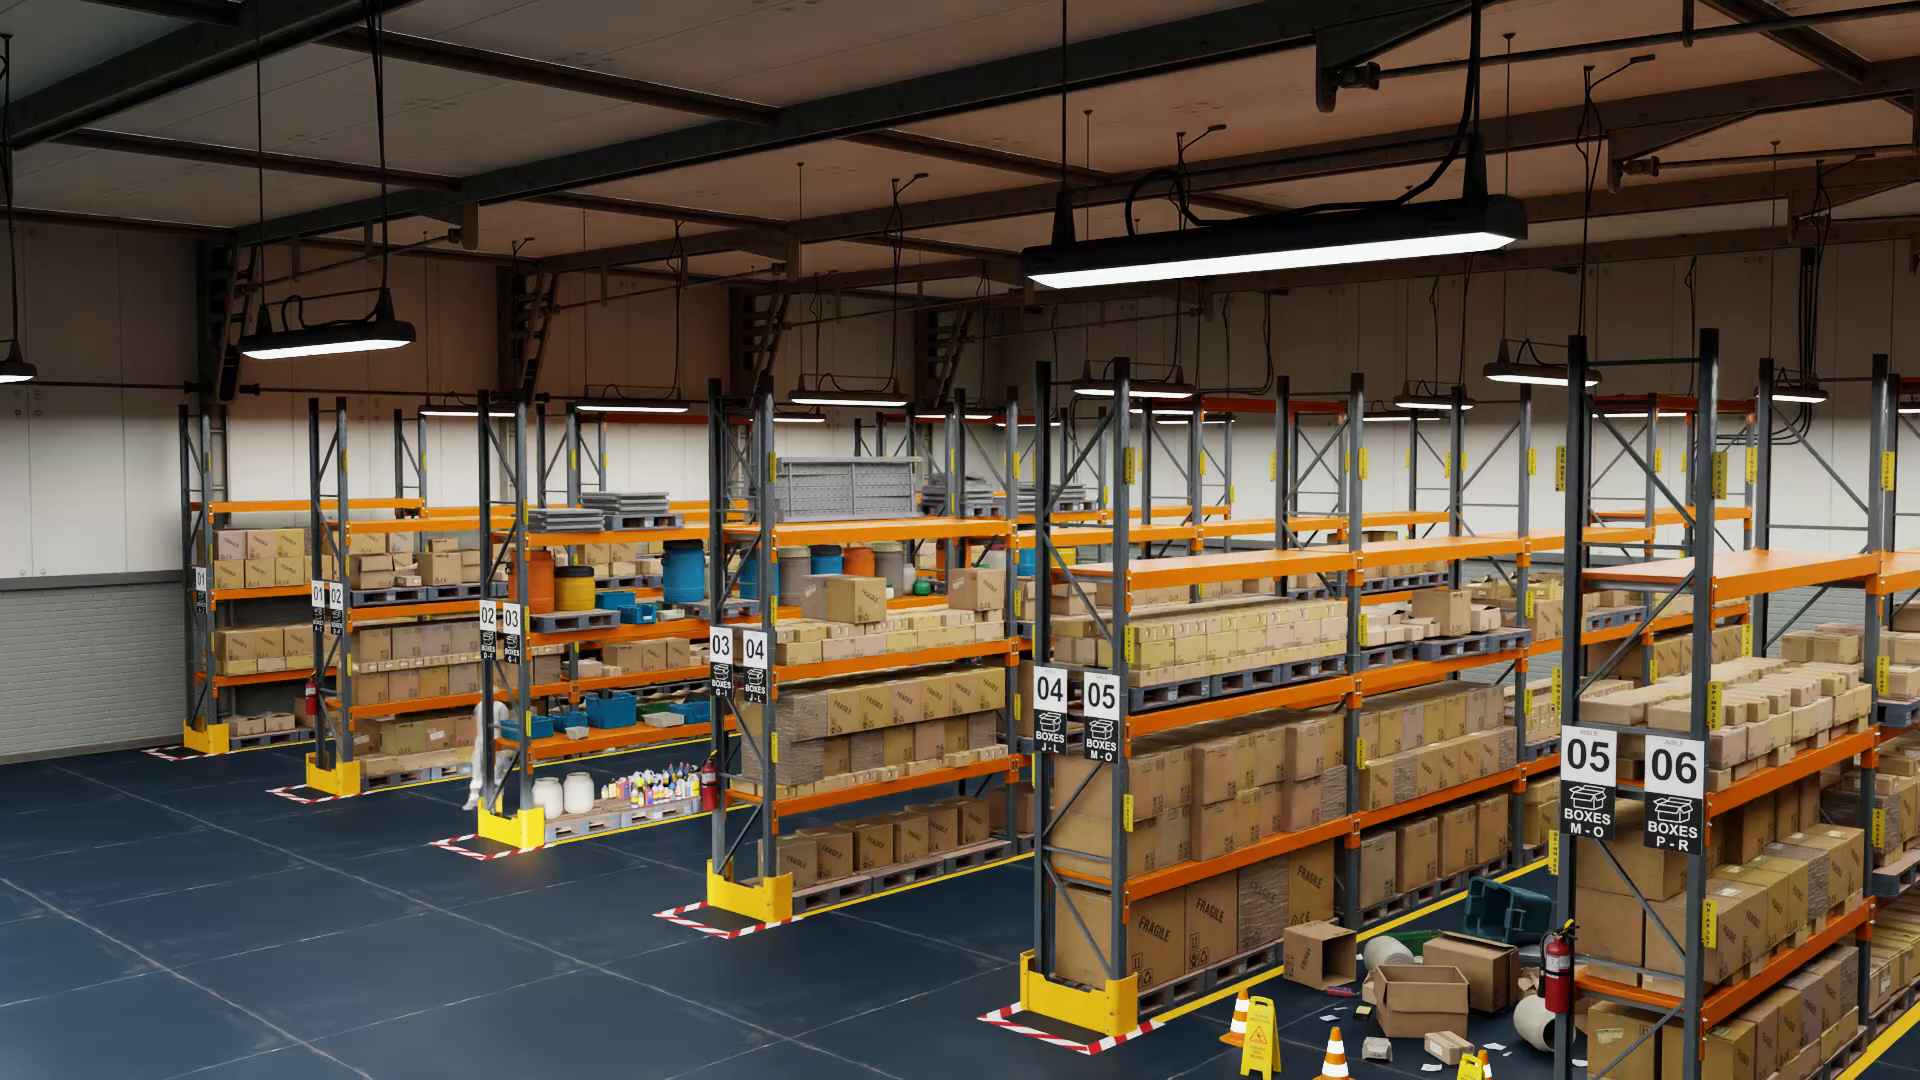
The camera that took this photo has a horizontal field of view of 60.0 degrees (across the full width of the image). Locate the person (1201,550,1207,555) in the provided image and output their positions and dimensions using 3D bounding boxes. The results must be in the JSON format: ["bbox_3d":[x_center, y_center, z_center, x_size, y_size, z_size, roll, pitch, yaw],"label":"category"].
[{"bbox_3d":[8.490,2.117,27.814,10.848,3.209,9.686,1,3,17],"label":"person"}]

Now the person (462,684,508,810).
[{"bbox_3d":[-2.661,2.844,26.992,8.853,1.778,6.499,0,3,2],"label":"person"}]

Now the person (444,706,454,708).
[{"bbox_3d":[-9.417,2.681,30.488,0.410,1.611,0.504,-2,4,-33],"label":"person"}]
